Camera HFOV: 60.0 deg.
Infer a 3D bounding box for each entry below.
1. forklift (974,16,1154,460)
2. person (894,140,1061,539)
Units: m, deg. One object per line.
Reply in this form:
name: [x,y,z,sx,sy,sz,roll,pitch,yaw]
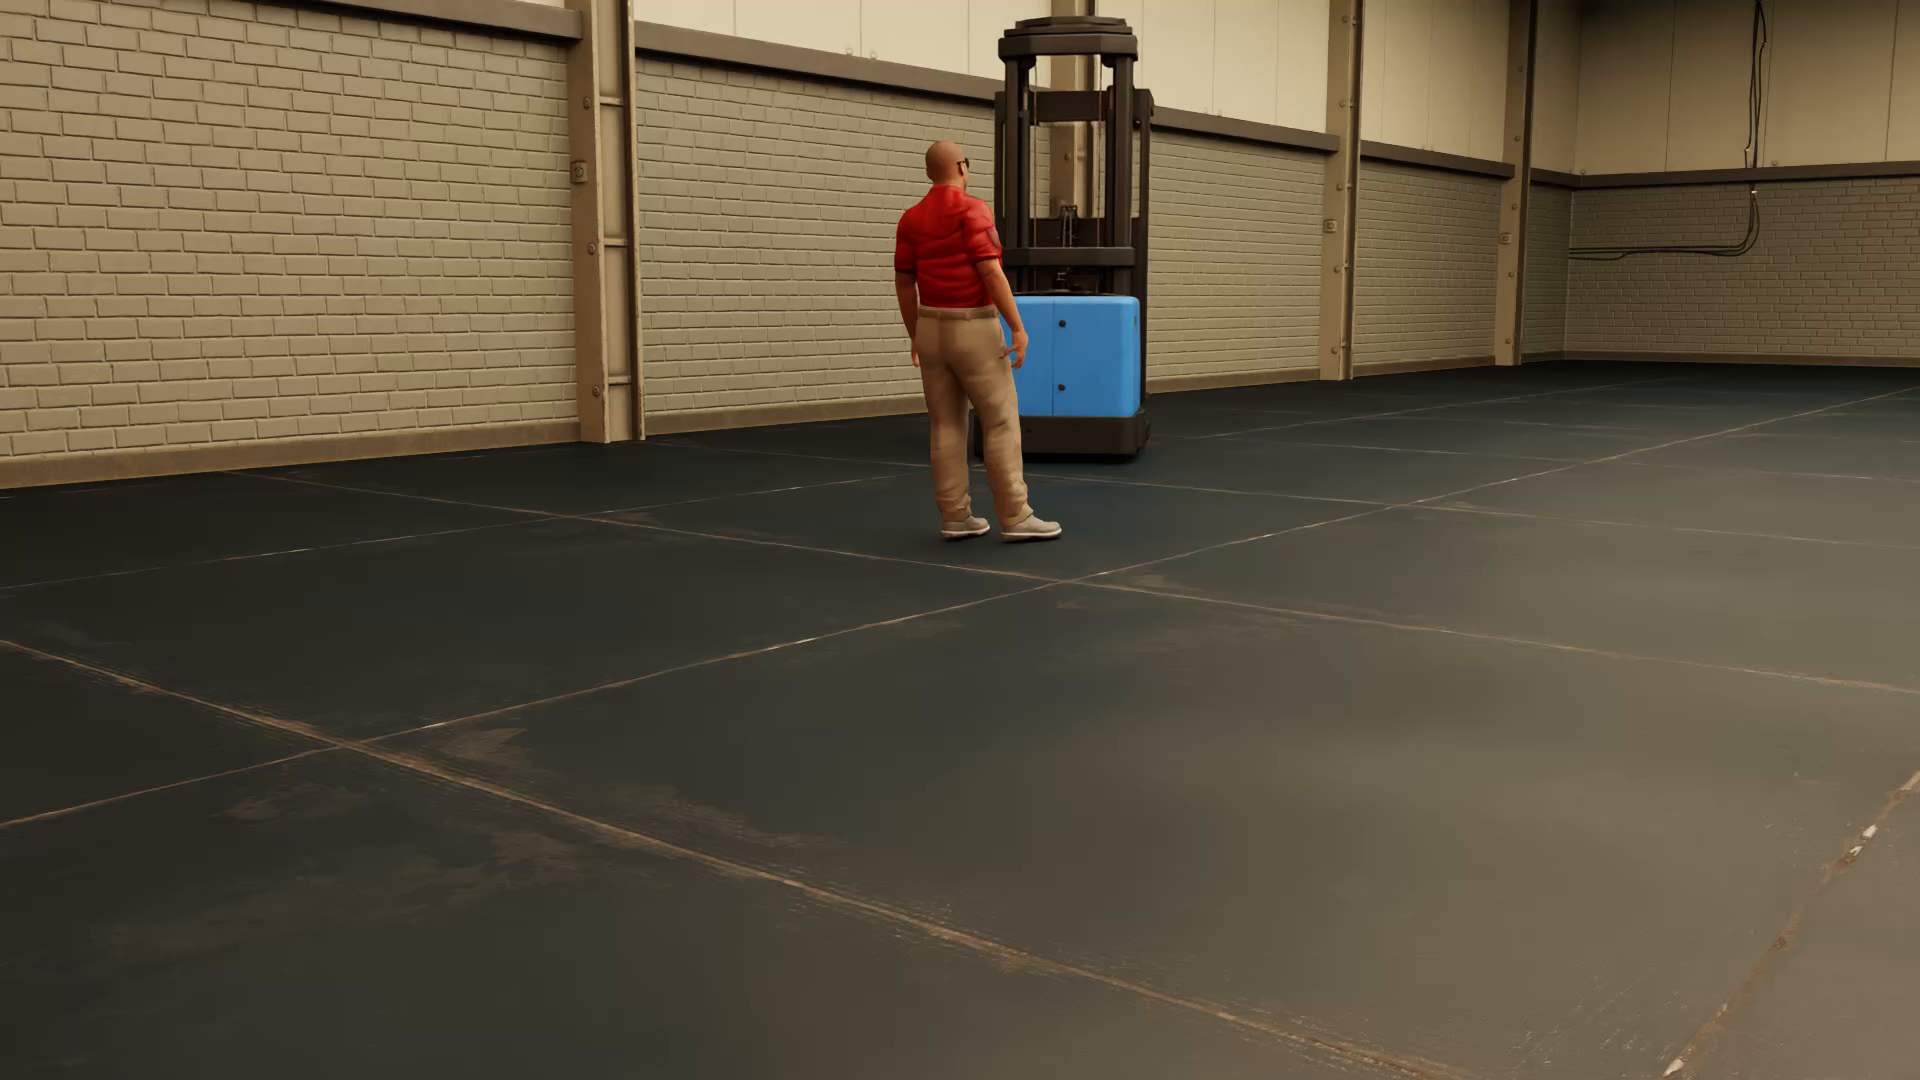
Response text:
forklift: [0.823,-2.154,11.999,1.130,2.935,3.031,1,8,9]
person: [0.066,-0.873,7.341,0.641,1.728,0.550,7,11,38]
